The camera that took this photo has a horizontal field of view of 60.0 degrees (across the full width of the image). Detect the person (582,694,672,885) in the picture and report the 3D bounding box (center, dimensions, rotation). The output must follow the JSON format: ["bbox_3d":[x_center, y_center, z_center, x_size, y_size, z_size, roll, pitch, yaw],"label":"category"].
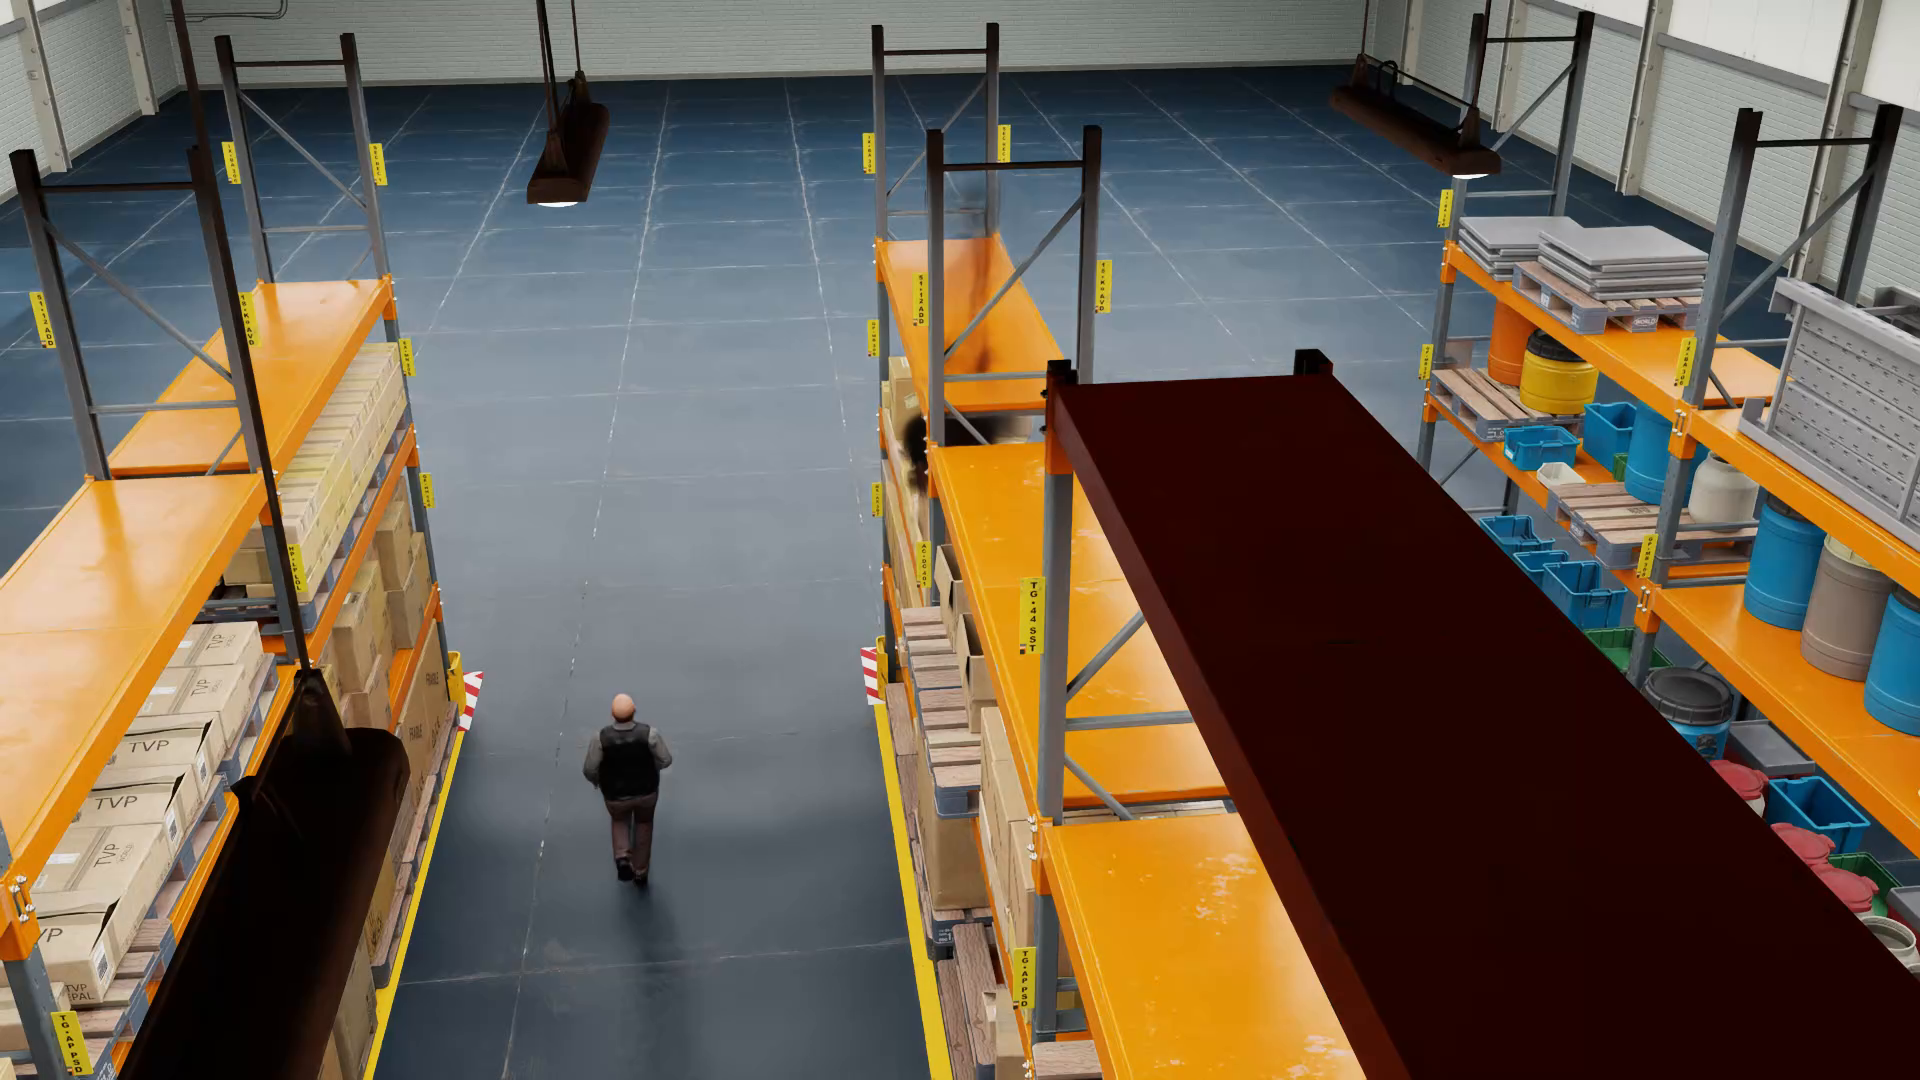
[{"bbox_3d":[-2.496,1.903,12.593,0.661,1.680,0.585,-6,26,-12],"label":"person"}]
